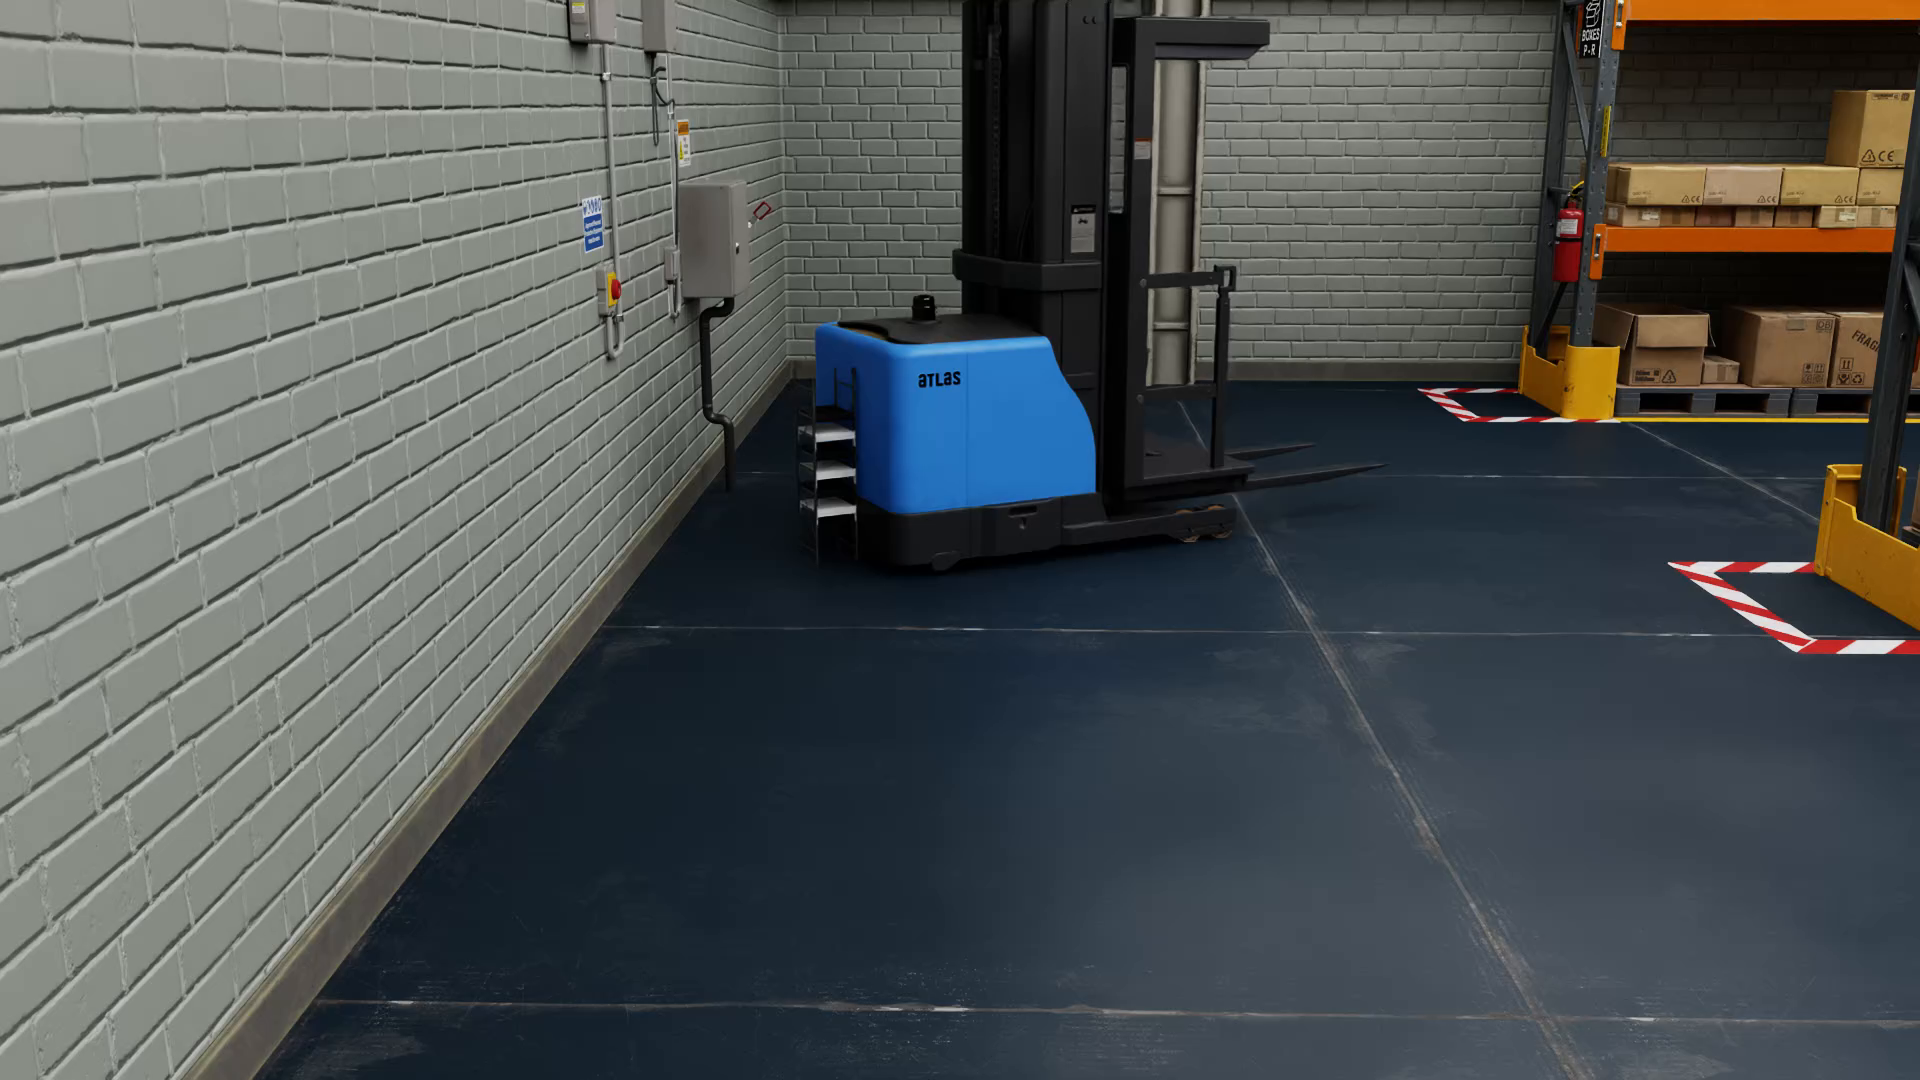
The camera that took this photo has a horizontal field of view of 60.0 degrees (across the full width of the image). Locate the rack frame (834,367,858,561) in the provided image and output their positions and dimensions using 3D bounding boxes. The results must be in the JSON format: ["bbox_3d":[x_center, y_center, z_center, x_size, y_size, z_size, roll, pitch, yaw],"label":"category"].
[{"bbox_3d":[-0.546,-0.362,7.948,0.006,0.900,0.240,-7,16,-26],"label":"rack frame"}]

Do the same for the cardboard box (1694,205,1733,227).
[{"bbox_3d":[5.138,-2.255,11.500,0.250,0.149,0.380,0,15,1],"label":"cardboard box"}]

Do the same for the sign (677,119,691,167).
[{"bbox_3d":[-1.472,-2.118,8.868,0.001,0.242,0.339,0,15,1],"label":"sign"}]

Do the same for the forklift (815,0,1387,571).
[{"bbox_3d":[0.823,-1.514,8.333,3.031,2.935,1.130,-7,16,-26],"label":"forklift"}]

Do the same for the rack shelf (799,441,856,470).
[{"bbox_3d":[-0.636,-0.405,7.889,0.200,0.077,0.258,-7,16,-26],"label":"rack shelf"}]

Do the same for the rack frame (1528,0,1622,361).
[{"bbox_3d":[4.298,-2.431,11.676,0.127,3.000,1.000,0,15,1],"label":"rack frame"}]

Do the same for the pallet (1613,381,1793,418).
[{"bbox_3d":[5.171,-1.077,12.011,1.213,0.211,1.003,0,15,1],"label":"pallet"}]

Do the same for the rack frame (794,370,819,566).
[{"bbox_3d":[-0.727,-0.338,7.859,0.006,0.900,0.240,-7,16,-26],"label":"rack frame"}]

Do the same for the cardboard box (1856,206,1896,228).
[{"bbox_3d":[6.170,-2.220,11.368,0.250,0.149,0.380,1,15,3],"label":"cardboard box"}]

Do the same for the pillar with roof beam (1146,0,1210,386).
[{"bbox_3d":[1.515,-4.482,7.687,0.400,9.000,9.100,0,15,1],"label":"pillar with roof beam"}]

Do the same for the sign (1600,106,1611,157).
[{"bbox_3d":[4.284,-2.712,11.041,0.005,0.325,0.100,0,15,1],"label":"sign"}]

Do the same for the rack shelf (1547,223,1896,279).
[{"bbox_3d":[6.297,-2.071,11.718,4.000,0.370,1.077,0,15,1],"label":"rack shelf"}]

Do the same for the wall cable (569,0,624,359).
[{"bbox_3d":[-1.463,-1.703,6.861,0.123,1.953,0.585,0,15,1],"label":"wall cable"}]

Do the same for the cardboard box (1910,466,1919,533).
[{"bbox_3d":[4.837,-0.151,7.231,0.875,0.438,0.875,0,15,0],"label":"cardboard box"}]

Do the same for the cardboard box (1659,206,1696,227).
[{"bbox_3d":[4.875,-2.248,11.473,0.250,0.149,0.380,1,15,3],"label":"cardboard box"}]

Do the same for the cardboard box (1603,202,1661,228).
[{"bbox_3d":[4.619,-2.238,11.434,0.250,0.149,0.380,0,15,1],"label":"cardboard box"}]

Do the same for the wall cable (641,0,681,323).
[{"bbox_3d":[-1.438,-2.049,8.236,0.122,1.984,0.588,0,15,1],"label":"wall cable"}]

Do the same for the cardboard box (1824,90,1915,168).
[{"bbox_3d":[6.244,-2.784,11.253,0.500,0.500,0.500,1,15,3],"label":"cardboard box"}]

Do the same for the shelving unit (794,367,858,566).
[{"bbox_3d":[-0.636,-0.350,7.903,0.210,0.900,0.258,-7,16,-26],"label":"shelving unit"}]

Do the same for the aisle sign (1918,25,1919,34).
[{"bbox_3d":[4.111,-2.502,6.848,0.004,0.787,0.394,0,15,1],"label":"aisle sign"}]

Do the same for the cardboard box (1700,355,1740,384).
[{"bbox_3d":[5.330,-1.215,11.831,0.250,0.149,0.380,0,15,-1],"label":"cardboard box"}]

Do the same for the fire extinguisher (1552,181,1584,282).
[{"bbox_3d":[4.139,-2.097,11.290,0.183,0.674,0.296,0,15,1],"label":"fire extinguisher"}]

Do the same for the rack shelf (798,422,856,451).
[{"bbox_3d":[-0.636,-0.492,7.866,0.200,0.077,0.258,-7,16,-26],"label":"rack shelf"}]

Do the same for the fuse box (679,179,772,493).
[{"bbox_3d":[-1.263,-1.108,9.186,0.414,1.711,0.539,0,15,1],"label":"fuse box"}]

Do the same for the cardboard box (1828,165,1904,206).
[{"bbox_3d":[6.267,-2.427,11.372,0.500,0.250,0.500,0,15,0],"label":"cardboard box"}]

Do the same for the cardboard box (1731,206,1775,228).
[{"bbox_3d":[5.389,-2.238,11.435,0.250,0.149,0.380,1,15,3],"label":"cardboard box"}]

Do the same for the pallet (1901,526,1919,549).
[{"bbox_3d":[4.976,0.168,7.289,1.213,0.211,1.003,0,15,1],"label":"pallet"}]

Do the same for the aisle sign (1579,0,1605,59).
[{"bbox_3d":[4.222,-3.614,11.062,0.004,0.787,0.394,0,15,1],"label":"aisle sign"}]

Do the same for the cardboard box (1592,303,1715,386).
[{"bbox_3d":[4.907,-1.399,11.834,0.637,0.503,0.797,0,15,-1],"label":"cardboard box"}]

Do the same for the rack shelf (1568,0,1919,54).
[{"bbox_3d":[6.297,-3.521,11.335,4.000,0.370,1.077,0,15,1],"label":"rack shelf"}]

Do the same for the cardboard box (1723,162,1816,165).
[{"bbox_3d":[5.775,-2.559,11.871,0.500,0.250,0.500,1,15,3],"label":"cardboard box"}]

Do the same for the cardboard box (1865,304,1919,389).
[{"bbox_3d":[6.798,-1.375,11.750,0.500,0.500,0.700,0,15,-1],"label":"cardboard box"}]

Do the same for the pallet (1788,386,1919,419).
[{"bbox_3d":[6.387,-1.069,11.978,1.213,0.211,1.003,0,15,1],"label":"pallet"}]

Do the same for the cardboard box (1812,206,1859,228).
[{"bbox_3d":[5.906,-2.217,11.355,0.250,0.149,0.380,0,15,0],"label":"cardboard box"}]

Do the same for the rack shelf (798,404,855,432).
[{"bbox_3d":[-0.636,-0.579,7.843,0.200,0.077,0.258,-7,16,-26],"label":"rack shelf"}]

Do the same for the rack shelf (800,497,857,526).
[{"bbox_3d":[-0.636,-0.144,7.958,0.200,0.077,0.258,-7,16,-26],"label":"rack shelf"}]

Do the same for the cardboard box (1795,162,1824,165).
[{"bbox_3d":[6.297,-2.556,11.858,0.500,0.250,0.500,0,15,1],"label":"cardboard box"}]

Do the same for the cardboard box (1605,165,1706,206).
[{"bbox_3d":[4.744,-2.431,11.385,0.500,0.250,0.500,0,15,2],"label":"cardboard box"}]

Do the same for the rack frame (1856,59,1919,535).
[{"bbox_3d":[4.175,-1.166,6.878,0.127,3.000,1.000,0,15,1],"label":"rack frame"}]

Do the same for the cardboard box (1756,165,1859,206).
[{"bbox_3d":[5.755,-2.425,11.364,0.500,0.250,0.500,0,15,0],"label":"cardboard box"}]

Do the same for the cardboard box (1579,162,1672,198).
[{"bbox_3d":[4.764,-2.567,11.902,0.500,0.250,0.500,1,15,3],"label":"cardboard box"}]

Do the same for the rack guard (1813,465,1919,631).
[{"bbox_3d":[4.151,0.043,7.197,0.348,0.500,1.175,0,15,1],"label":"rack guard"}]

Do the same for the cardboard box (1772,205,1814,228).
[{"bbox_3d":[5.655,-2.238,11.433,0.250,0.149,0.380,1,15,2],"label":"cardboard box"}]

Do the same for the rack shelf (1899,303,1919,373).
[{"bbox_3d":[6.174,-0.805,6.920,4.000,0.370,1.077,0,15,1],"label":"rack shelf"}]

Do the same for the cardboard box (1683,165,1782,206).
[{"bbox_3d":[5.248,-2.428,11.373,0.500,0.250,0.500,1,15,2],"label":"cardboard box"}]

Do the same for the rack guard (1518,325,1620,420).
[{"bbox_3d":[4.374,-1.222,11.993,0.348,0.500,1.175,0,15,1],"label":"rack guard"}]

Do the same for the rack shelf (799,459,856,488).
[{"bbox_3d":[-0.636,-0.318,7.912,0.200,0.077,0.258,-7,16,-26],"label":"rack shelf"}]

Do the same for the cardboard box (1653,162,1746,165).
[{"bbox_3d":[5.280,-2.564,11.888,0.500,0.250,0.500,0,15,2],"label":"cardboard box"}]

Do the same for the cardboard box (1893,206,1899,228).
[{"bbox_3d":[6.429,-2.236,11.428,0.250,0.149,0.380,0,15,1],"label":"cardboard box"}]

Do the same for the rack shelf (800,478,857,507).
[{"bbox_3d":[-0.636,-0.231,7.935,0.200,0.077,0.258,-7,16,-26],"label":"rack shelf"}]

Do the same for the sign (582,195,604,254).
[{"bbox_3d":[-1.525,-1.315,6.915,0.001,0.218,0.327,0,15,1],"label":"sign"}]

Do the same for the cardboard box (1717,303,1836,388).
[{"bbox_3d":[5.760,-1.382,11.776,0.500,0.500,0.700,1,15,4],"label":"cardboard box"}]

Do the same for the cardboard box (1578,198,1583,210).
[{"bbox_3d":[4.636,-2.376,11.959,0.250,0.149,0.380,0,15,1],"label":"cardboard box"}]

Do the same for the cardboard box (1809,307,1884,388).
[{"bbox_3d":[6.286,-1.353,11.666,0.500,0.500,0.500,1,15,2],"label":"cardboard box"}]
